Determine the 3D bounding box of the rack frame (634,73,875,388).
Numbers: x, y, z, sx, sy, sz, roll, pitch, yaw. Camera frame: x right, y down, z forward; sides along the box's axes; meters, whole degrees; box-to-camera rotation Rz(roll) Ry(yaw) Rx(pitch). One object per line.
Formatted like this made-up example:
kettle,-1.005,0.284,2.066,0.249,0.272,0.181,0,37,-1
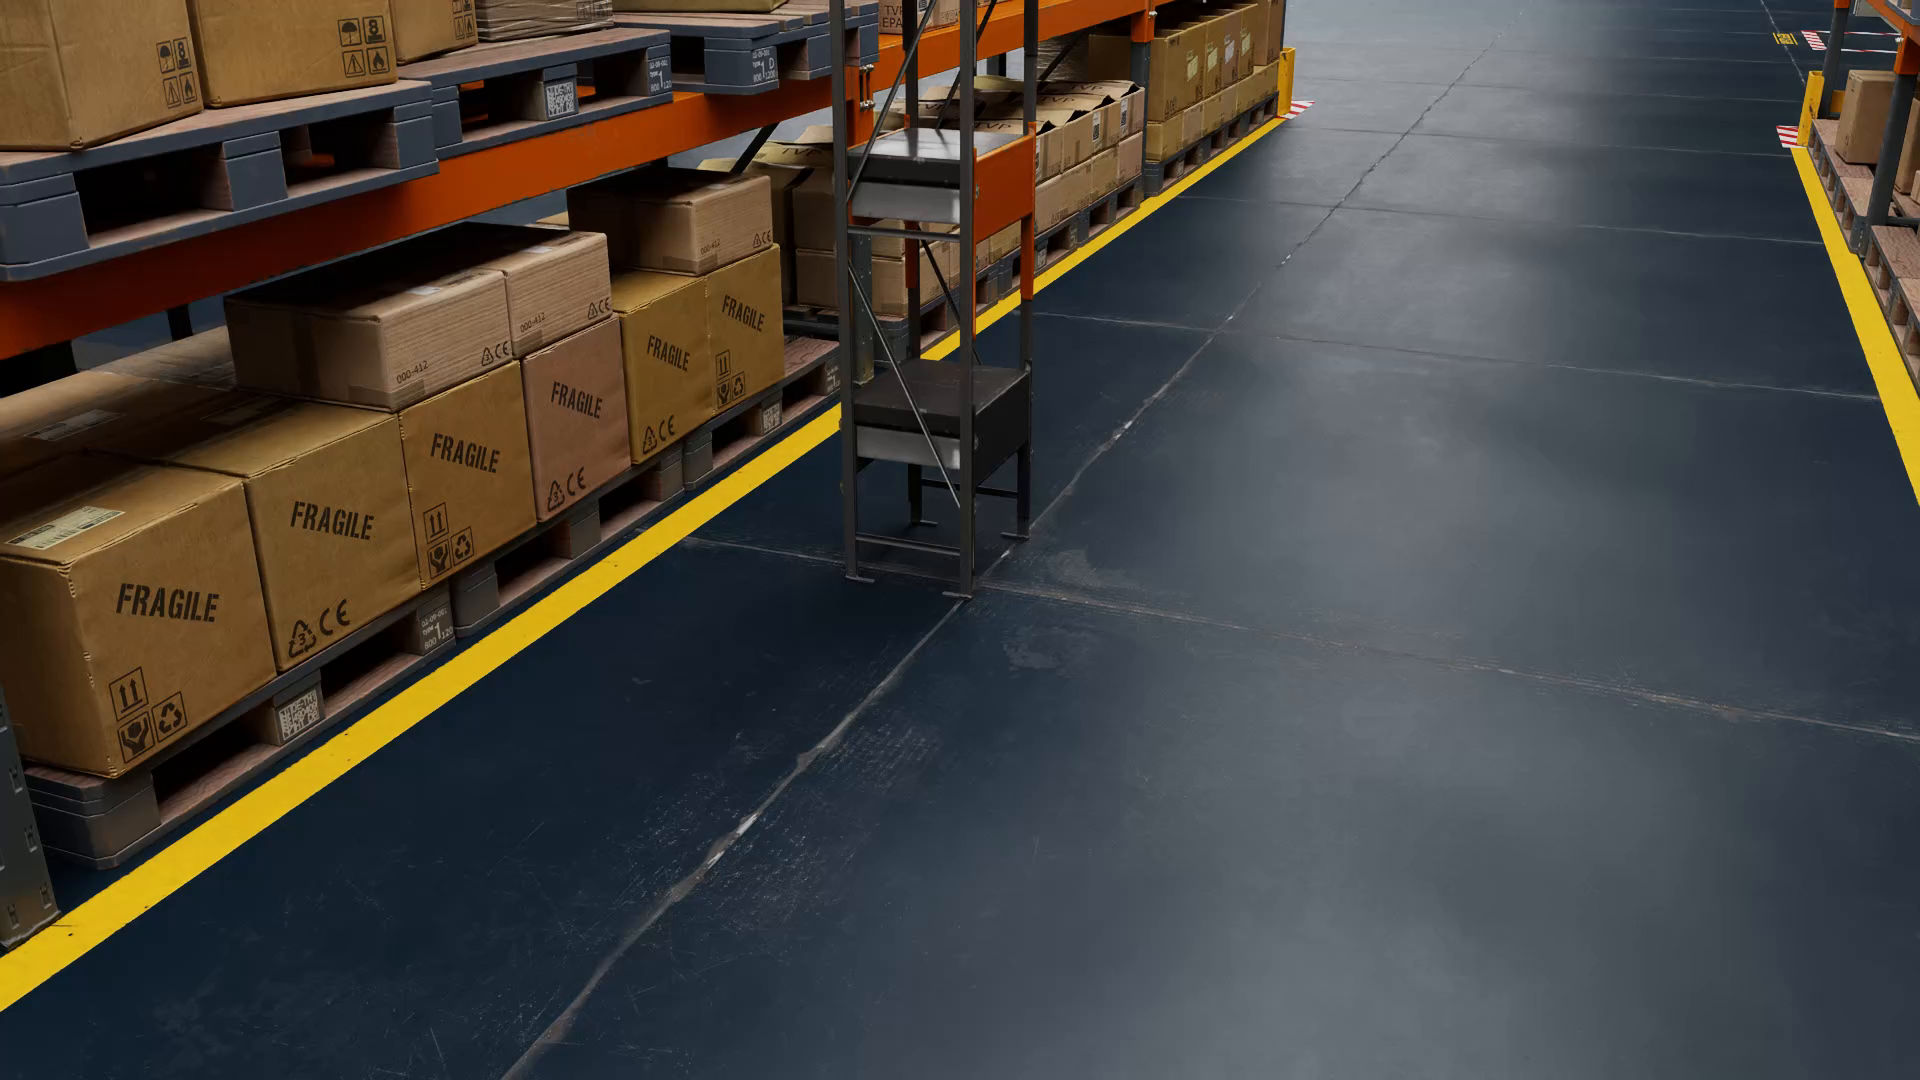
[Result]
rack frame,-0.838,-2.093,6.368,1.000,3.000,0.127,9,24,20

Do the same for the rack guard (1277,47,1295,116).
rack guard,2.143,-3.811,13.724,1.175,0.500,0.348,9,24,20

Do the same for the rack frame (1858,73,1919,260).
rack frame,5.249,-2.816,8.100,1.000,3.000,0.127,9,24,20

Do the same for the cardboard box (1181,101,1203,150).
cardboard box,1.292,-2.750,10.964,0.500,0.250,0.500,9,24,20

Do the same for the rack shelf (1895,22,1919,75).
rack shelf,4.506,-1.769,6.525,1.077,0.370,4.000,9,24,20

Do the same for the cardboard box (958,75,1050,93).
cardboard box,0.263,-2.596,9.867,0.500,0.311,0.500,9,24,20

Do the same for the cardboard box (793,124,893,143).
cardboard box,-0.495,-1.866,8.121,0.500,0.311,0.500,9,24,20

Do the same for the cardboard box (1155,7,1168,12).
cardboard box,1.168,-3.530,11.859,0.500,0.500,0.500,9,24,20

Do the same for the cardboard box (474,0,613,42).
cardboard box,-1.484,-1.791,4.972,0.700,0.500,0.500,14,26,30

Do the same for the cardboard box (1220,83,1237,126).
cardboard box,1.663,-3.108,11.821,0.500,0.250,0.500,9,24,20

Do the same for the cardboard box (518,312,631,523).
cardboard box,-1.349,-0.400,4.988,0.500,0.500,0.500,8,24,18

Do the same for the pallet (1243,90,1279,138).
pallet,1.889,-3.389,13.090,1.003,0.211,1.213,9,24,20

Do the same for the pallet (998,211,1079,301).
pallet,-0.041,-1.530,8.639,1.003,0.211,1.213,9,24,20

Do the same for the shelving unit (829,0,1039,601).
shelving unit,-0.061,-0.910,4.703,0.431,2.100,0.503,9,24,20

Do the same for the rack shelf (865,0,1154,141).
rack shelf,-0.095,-2.476,8.220,1.077,0.370,4.000,9,24,20

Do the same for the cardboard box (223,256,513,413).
cardboard box,-1.546,-0.553,4.381,0.500,0.250,0.500,9,24,20

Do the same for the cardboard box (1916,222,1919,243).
cardboard box,4.991,-1.600,7.861,0.700,0.500,0.500,10,25,22

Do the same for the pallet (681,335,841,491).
pallet,-1.150,-0.544,6.279,1.003,0.211,1.213,9,24,20

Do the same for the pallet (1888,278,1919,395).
pallet,4.509,-0.813,6.921,1.003,0.211,1.213,9,24,20

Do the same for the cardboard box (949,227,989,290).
cardboard box,-0.185,-1.343,7.596,0.500,0.250,0.500,8,24,19

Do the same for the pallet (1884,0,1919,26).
pallet,4.830,-2.475,7.532,1.003,0.211,1.213,9,24,20

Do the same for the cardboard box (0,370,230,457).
cardboard box,-2.215,-0.104,4.280,0.500,0.500,0.500,9,24,20

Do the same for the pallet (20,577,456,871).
pallet,-2.057,0.329,4.189,1.003,0.211,1.213,9,24,20

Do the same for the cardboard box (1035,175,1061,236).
cardboard box,0.194,-1.713,8.483,0.500,0.250,0.500,9,24,21

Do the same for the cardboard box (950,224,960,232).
cardboard box,-0.183,-1.611,7.510,0.500,0.311,0.500,8,24,19

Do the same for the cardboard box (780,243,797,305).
cardboard box,-0.869,-1.241,7.351,0.500,0.250,0.500,9,24,21

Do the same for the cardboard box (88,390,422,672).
cardboard box,-1.730,-0.041,4.130,0.500,0.500,0.500,9,24,21

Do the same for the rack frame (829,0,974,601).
rack frame,-0.152,-0.822,4.494,0.400,2.100,0.015,9,24,20

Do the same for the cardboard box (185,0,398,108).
cardboard box,-1.743,-1.294,3.781,0.700,0.500,0.500,13,26,28

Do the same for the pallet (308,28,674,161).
pallet,-1.556,-1.307,4.737,1.003,0.211,1.213,9,24,20

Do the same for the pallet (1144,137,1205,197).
pallet,0.982,-2.516,10.999,1.003,0.211,1.213,9,24,20

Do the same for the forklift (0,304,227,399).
forklift,-3.160,-1.543,5.142,1.130,2.935,3.031,9,24,20

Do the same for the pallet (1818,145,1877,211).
pallet,5.917,-2.213,10.274,1.003,0.211,1.213,9,24,20

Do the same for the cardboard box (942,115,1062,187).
cardboard box,0.199,-1.977,8.387,0.500,0.311,0.500,8,24,19

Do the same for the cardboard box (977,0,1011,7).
cardboard box,-0.034,-2.930,8.243,0.500,0.500,0.500,9,24,20

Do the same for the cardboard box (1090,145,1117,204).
cardboard box,0.573,-2.078,9.357,0.500,0.250,0.500,8,24,19

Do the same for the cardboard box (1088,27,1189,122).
cardboard box,1.111,-2.916,10.389,0.500,0.500,0.500,9,24,20

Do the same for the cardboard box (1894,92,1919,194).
cardboard box,5.597,-2.243,9.400,0.500,0.500,0.500,7,24,16

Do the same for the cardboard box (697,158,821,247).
cardboard box,-0.872,-1.499,7.242,0.500,0.311,0.500,9,24,21

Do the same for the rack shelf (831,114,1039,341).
rack shelf,-0.061,-0.897,4.709,0.431,0.518,0.480,9,24,20

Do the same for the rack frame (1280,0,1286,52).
rack frame,2.134,-4.955,13.222,1.000,3.000,0.127,9,24,20

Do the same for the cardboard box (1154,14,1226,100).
cardboard box,1.482,-3.274,11.246,0.500,0.500,0.500,9,24,20

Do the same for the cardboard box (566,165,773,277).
cardboard box,-0.984,-1.099,5.689,0.500,0.250,0.500,10,25,22

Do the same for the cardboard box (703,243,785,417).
cardboard box,-0.967,-0.774,5.883,0.500,0.500,0.500,10,25,22

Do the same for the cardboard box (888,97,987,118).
cardboard box,-0.119,-2.232,8.996,0.500,0.311,0.500,8,24,18

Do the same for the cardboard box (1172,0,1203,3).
cardboard box,1.544,-3.887,12.714,0.500,0.500,0.500,9,24,20

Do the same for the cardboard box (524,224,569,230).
cardboard box,-1.462,-0.832,6.023,0.500,0.500,0.500,8,24,18

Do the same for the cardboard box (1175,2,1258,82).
cardboard box,1.853,-3.632,12.103,0.500,0.500,0.500,9,24,20

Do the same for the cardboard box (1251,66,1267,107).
cardboard box,2.034,-3.466,12.678,0.500,0.250,0.500,9,24,20

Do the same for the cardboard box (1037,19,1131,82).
cardboard box,0.814,-3.170,10.996,0.500,0.500,0.500,9,24,20

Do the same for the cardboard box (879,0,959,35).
cardboard box,-0.326,-2.344,7.085,0.500,0.311,0.500,8,24,19

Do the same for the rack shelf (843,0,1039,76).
rack shelf,-0.062,-1.543,4.439,0.431,0.518,0.480,9,24,20

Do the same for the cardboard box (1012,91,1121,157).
cardboard box,0.576,-2.335,9.243,0.500,0.311,0.500,9,24,22

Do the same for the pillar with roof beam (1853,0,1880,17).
pillar with roof beam,7.738,-11.552,21.231,9.100,9.000,0.400,9,24,20
